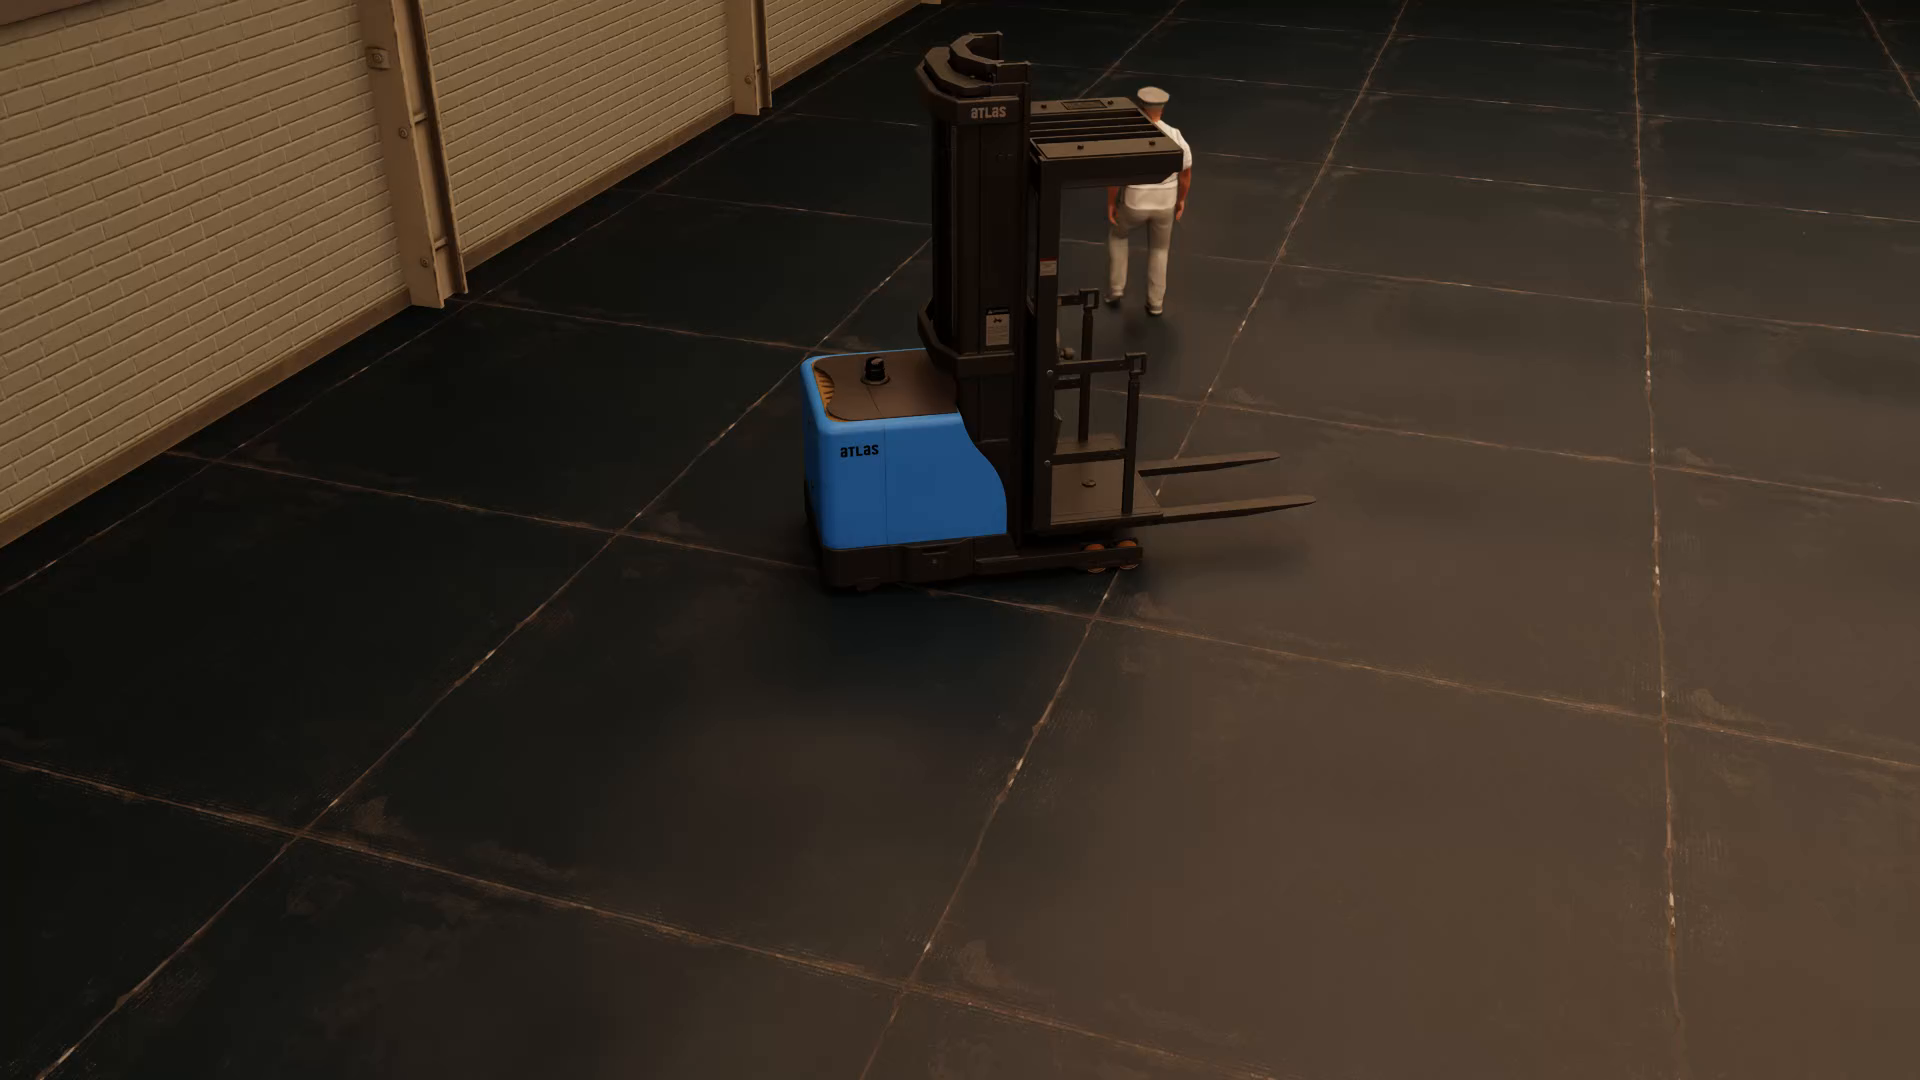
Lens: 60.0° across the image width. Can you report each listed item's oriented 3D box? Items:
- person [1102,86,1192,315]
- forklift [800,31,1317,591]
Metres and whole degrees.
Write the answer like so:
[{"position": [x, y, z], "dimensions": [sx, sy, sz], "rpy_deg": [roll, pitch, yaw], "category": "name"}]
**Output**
[{"position": [1.459, -2.619, 13.022], "dimensions": [0.636, 1.816, 0.510], "rpy_deg": [-2, 30, -3], "category": "person"}, {"position": [0.612, -1.333, 9.475], "dimensions": [3.031, 2.935, 1.130], "rpy_deg": [-6, 30, -10], "category": "forklift"}]
